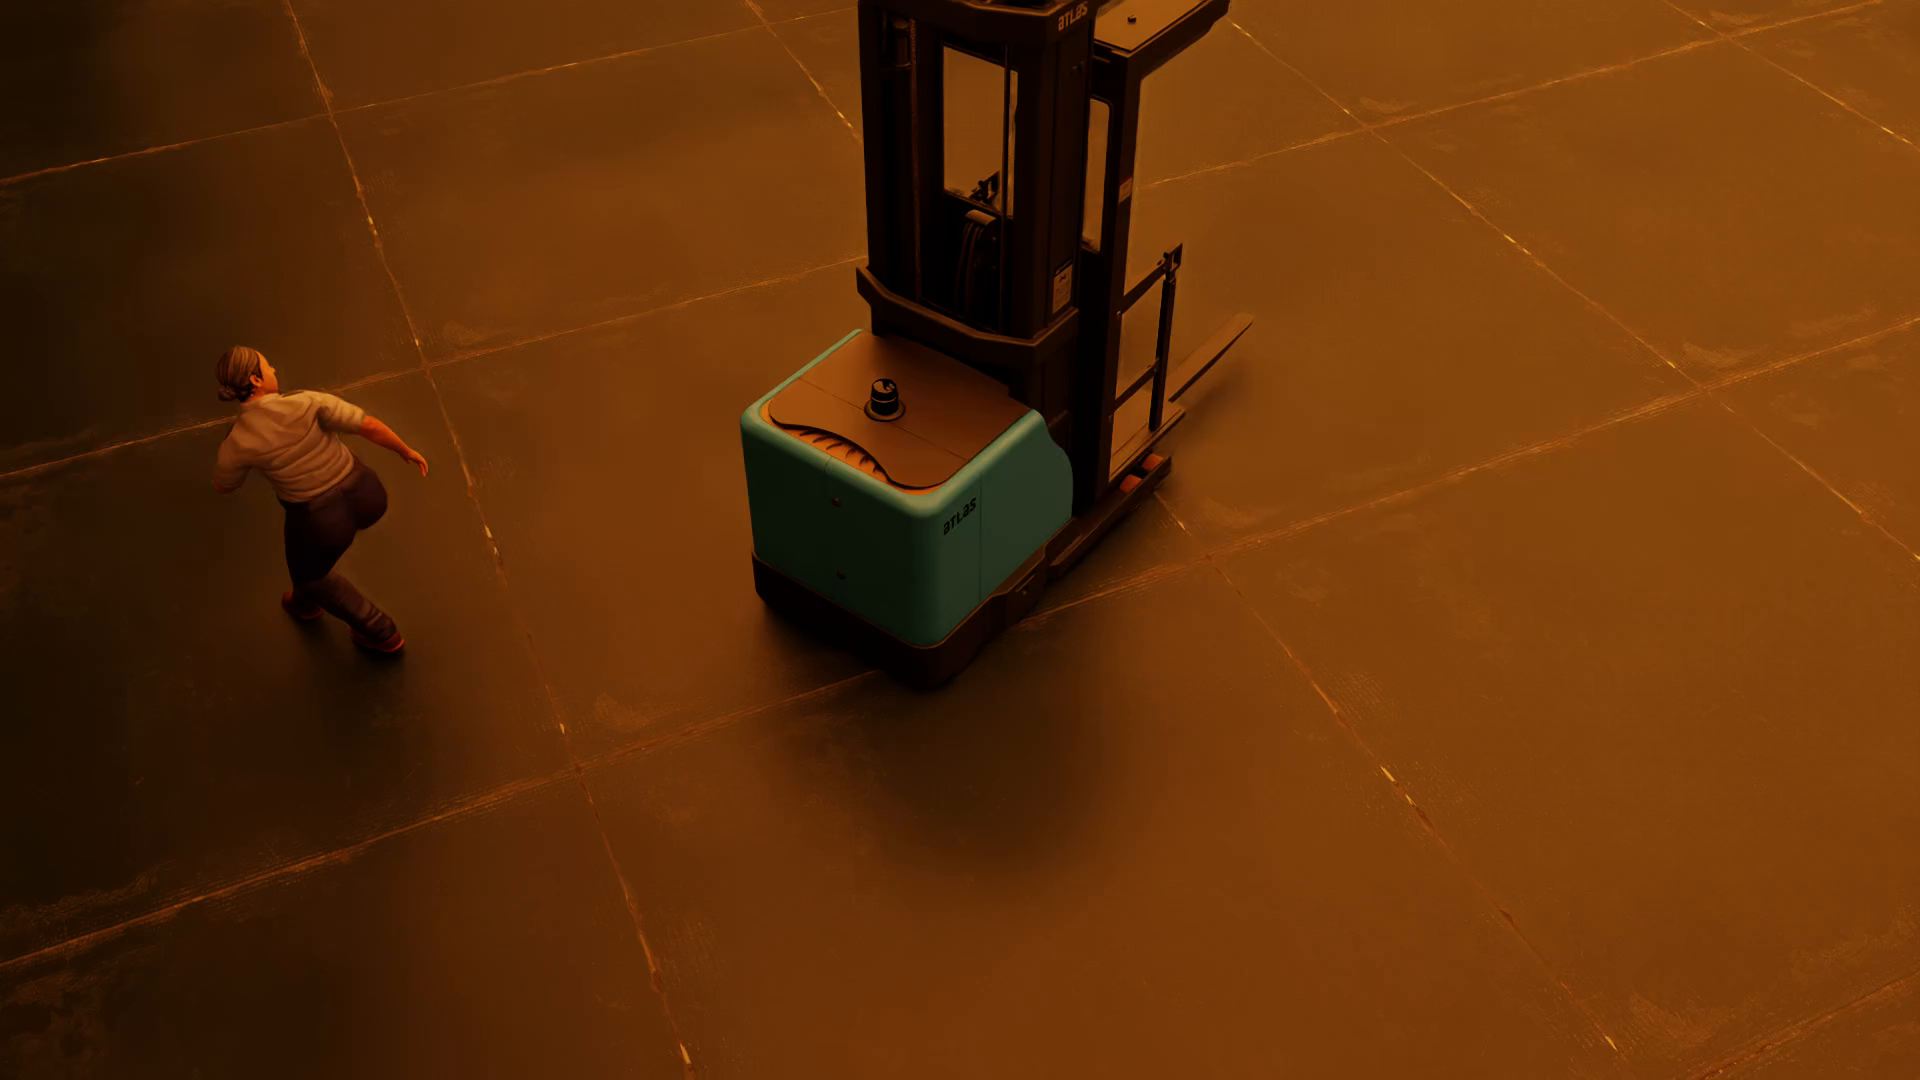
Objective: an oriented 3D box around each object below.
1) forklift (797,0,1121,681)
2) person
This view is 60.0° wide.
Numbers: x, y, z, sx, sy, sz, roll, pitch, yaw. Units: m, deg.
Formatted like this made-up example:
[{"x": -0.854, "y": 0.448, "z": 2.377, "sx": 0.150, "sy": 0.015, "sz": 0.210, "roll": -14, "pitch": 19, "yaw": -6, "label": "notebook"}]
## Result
[{"x": 0.094, "y": -1.485, "z": 7.271, "sx": 1.130, "sy": 2.935, "sz": 3.031, "roll": 7, "pitch": 43, "yaw": 7, "label": "forklift"}, {"x": -3.034, "y": -0.150, "z": 6.857, "sx": 0.720, "sy": 1.592, "sz": 0.541, "roll": -19, "pitch": 46, "yaw": -20, "label": "person"}]
